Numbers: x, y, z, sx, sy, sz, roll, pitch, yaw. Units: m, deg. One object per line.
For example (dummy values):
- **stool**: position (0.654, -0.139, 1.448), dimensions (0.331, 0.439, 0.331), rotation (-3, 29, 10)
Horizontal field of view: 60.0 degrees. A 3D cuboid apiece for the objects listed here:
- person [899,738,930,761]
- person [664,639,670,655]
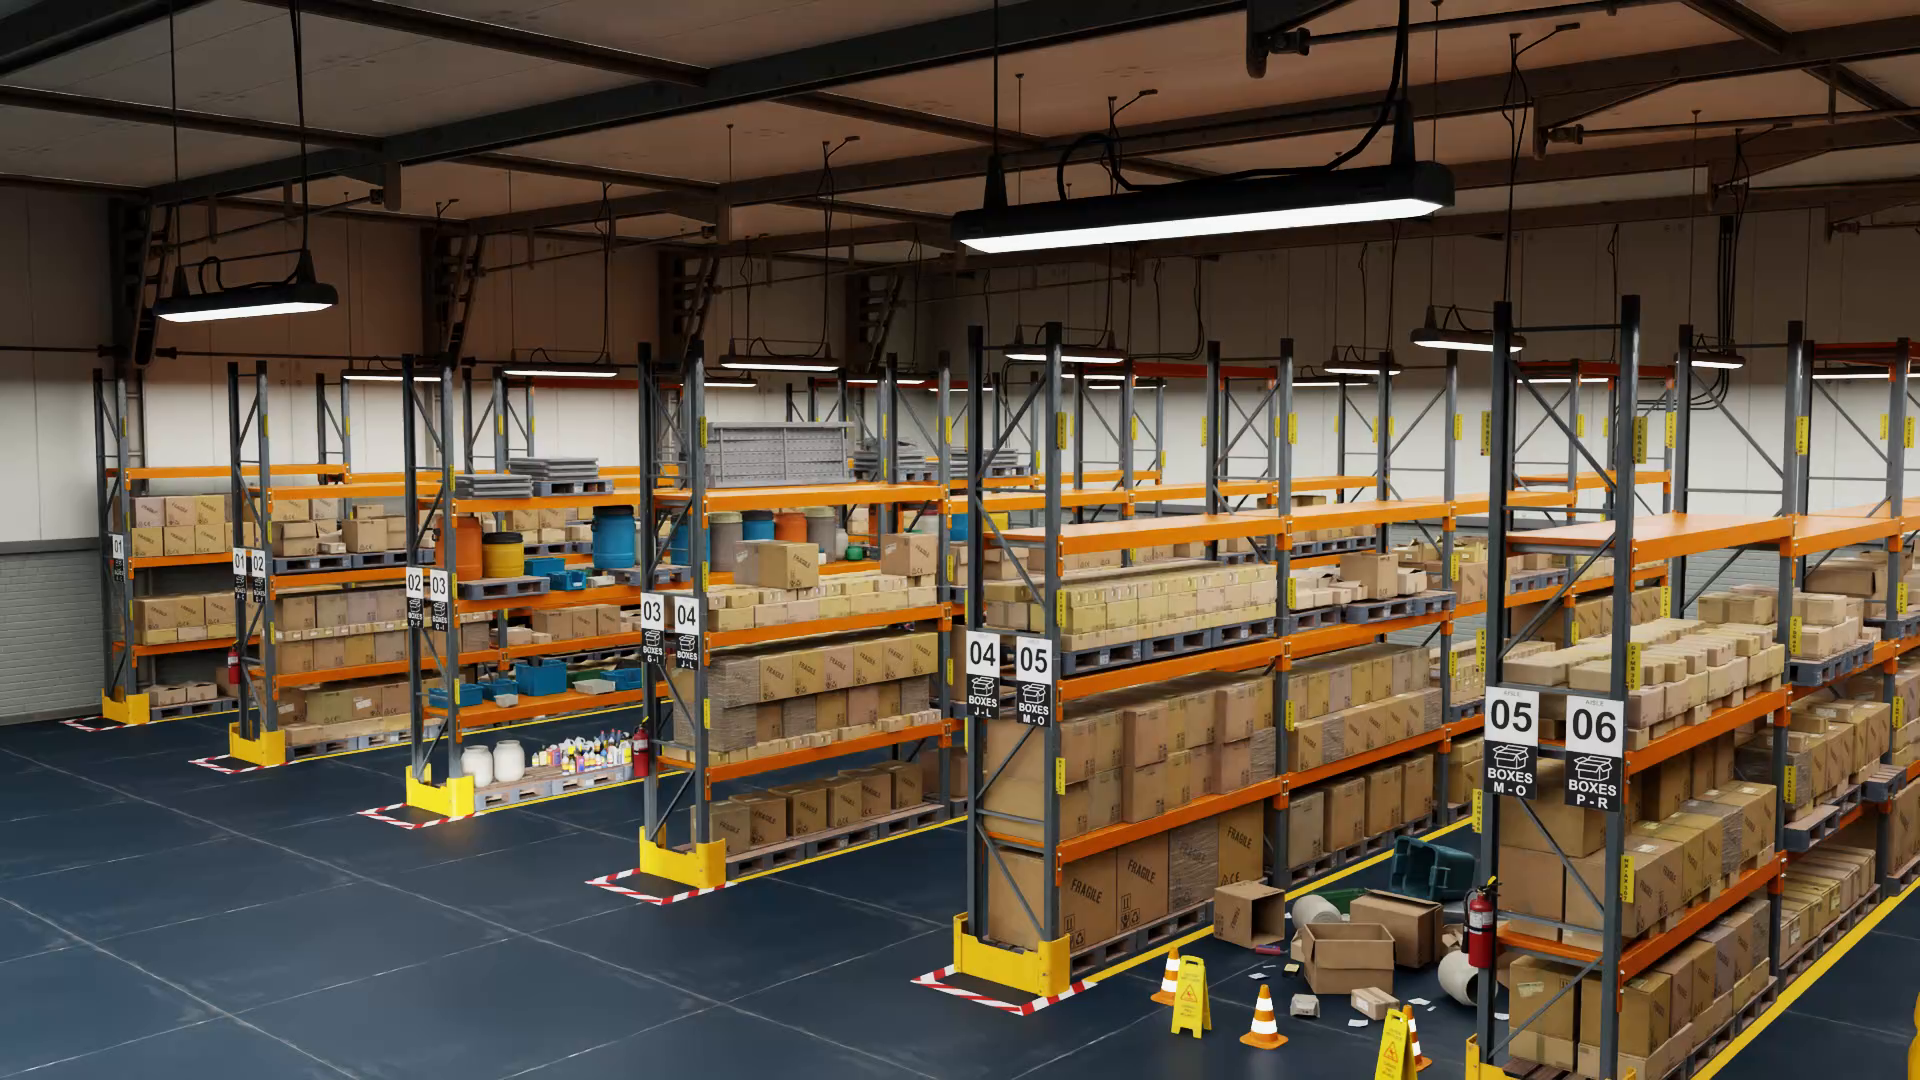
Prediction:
- **person**: position (-0.785, 2.533, 24.263), dimensions (0.820, 1.742, 0.561), rotation (-3, 5, -39)
- **person**: position (-5.972, 1.917, 33.451), dimensions (0.454, 1.557, 0.841), rotation (2, 5, 28)
